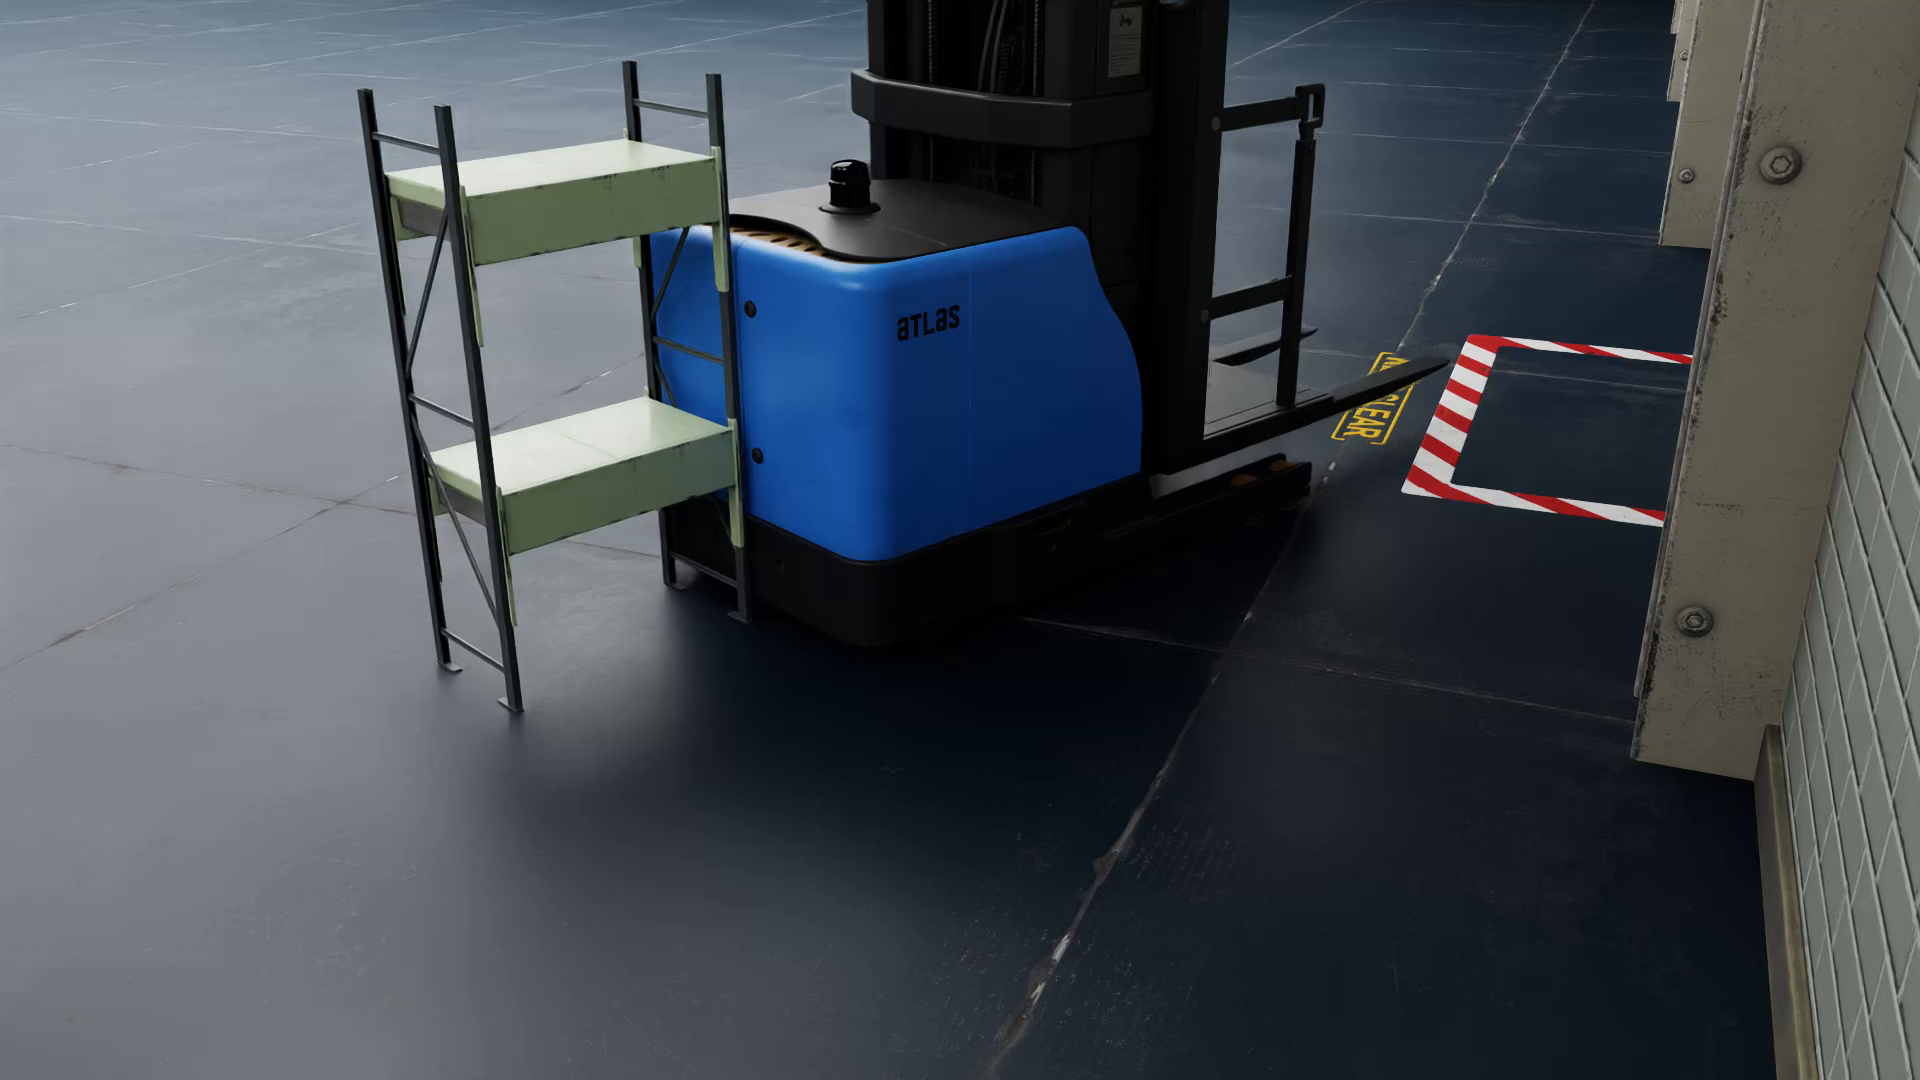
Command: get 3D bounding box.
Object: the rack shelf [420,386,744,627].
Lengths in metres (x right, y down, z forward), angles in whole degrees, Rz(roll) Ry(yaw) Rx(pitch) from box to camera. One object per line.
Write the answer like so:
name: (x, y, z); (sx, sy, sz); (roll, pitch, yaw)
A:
rack shelf: (-0.994, -0.110, 4.407); (0.720, 0.370, 0.431); (-21, 31, -40)

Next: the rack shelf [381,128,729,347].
rack shelf: (-0.997, -0.769, 4.128); (0.720, 0.370, 0.431); (-21, 31, -40)

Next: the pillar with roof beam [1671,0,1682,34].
pillar with roof beam: (4.516, -10.733, 19.271); (9.100, 9.000, 0.400); (9, 24, 20)

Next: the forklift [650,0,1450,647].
forklift: (0.521, -1.530, 5.109); (3.031, 2.935, 1.130); (-20, 30, -39)

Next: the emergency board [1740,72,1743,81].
emergency board: (2.780, -1.786, 5.635); (0.194, 1.169, 0.643); (9, 24, 20)

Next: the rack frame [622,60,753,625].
rack frame: (-0.734, -0.511, 4.516); (0.023, 1.500, 0.400); (-21, 31, -40)

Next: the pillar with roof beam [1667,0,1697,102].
pillar with roof beam: (2.287, -8.586, 14.131); (9.100, 9.000, 0.400); (9, 24, 20)

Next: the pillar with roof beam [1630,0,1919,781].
pillar with roof beam: (-2.170, -4.292, 3.850); (9.100, 9.000, 0.400); (9, 24, 20)

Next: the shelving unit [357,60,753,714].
shelving unit: (-0.995, -0.410, 4.280); (0.755, 1.500, 0.431); (-21, 31, -40)

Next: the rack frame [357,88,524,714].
rack frame: (-1.256, -0.309, 4.044); (0.023, 1.500, 0.400); (-21, 31, -40)

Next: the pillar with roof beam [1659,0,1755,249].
pillar with roof beam: (0.059, -6.439, 8.990); (9.100, 9.000, 0.400); (9, 24, 20)
